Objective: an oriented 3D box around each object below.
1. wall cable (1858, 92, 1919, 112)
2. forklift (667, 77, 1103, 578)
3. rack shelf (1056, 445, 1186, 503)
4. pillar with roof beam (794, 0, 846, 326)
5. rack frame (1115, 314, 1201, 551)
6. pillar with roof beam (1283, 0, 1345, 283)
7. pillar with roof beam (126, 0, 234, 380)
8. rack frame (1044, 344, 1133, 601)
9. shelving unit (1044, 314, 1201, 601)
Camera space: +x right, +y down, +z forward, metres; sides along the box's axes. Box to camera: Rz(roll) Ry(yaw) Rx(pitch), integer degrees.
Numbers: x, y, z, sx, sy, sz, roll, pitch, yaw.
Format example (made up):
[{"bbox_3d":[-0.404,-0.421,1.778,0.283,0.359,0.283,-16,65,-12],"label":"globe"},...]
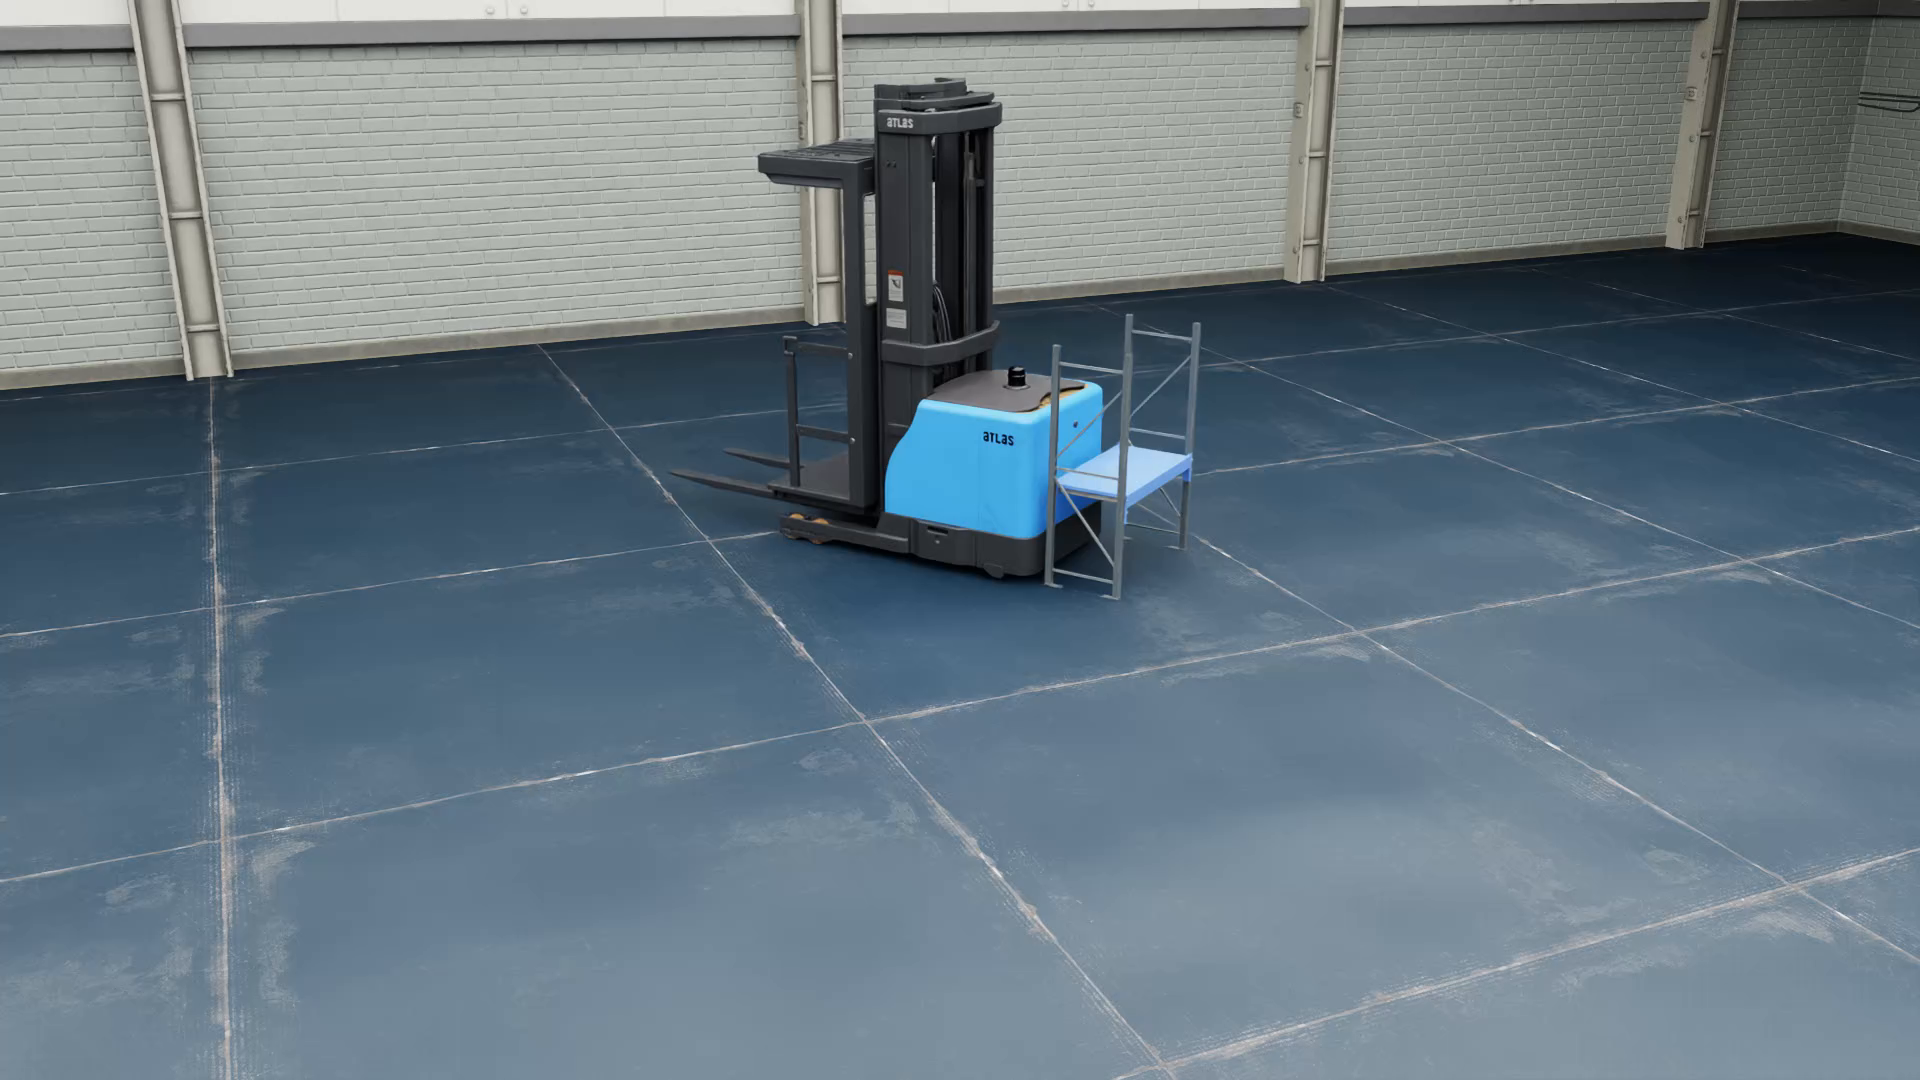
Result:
[{"bbox_3d":[12.834,-6.658,21.057,0.112,2.526,3.097,-8,21,-22],"label":"wall cable"},{"bbox_3d":[-0.600,-1.491,10.844,3.031,2.935,1.130,11,22,29],"label":"forklift"},{"bbox_3d":[1.007,-0.413,10.318,0.459,0.062,0.952,12,23,28],"label":"rack shelf"},{"bbox_3d":[0.292,-5.247,12.374,0.400,9.000,9.100,-8,21,-22],"label":"pillar with roof beam"},{"bbox_3d":[1.264,-0.682,10.688,0.500,1.500,0.032,12,23,28],"label":"rack frame"},{"bbox_3d":[5.802,-6.036,14.615,0.400,9.000,9.100,-8,21,-22],"label":"pillar with roof beam"},{"bbox_3d":[-5.217,-4.457,10.132,0.400,9.000,9.100,-8,21,-22],"label":"pillar with roof beam"},{"bbox_3d":[0.754,-0.390,9.858,0.500,1.500,0.032,12,23,28],"label":"rack frame"},{"bbox_3d":[1.009,-0.536,10.273,0.500,1.500,1.048,12,23,28],"label":"shelving unit"}]
